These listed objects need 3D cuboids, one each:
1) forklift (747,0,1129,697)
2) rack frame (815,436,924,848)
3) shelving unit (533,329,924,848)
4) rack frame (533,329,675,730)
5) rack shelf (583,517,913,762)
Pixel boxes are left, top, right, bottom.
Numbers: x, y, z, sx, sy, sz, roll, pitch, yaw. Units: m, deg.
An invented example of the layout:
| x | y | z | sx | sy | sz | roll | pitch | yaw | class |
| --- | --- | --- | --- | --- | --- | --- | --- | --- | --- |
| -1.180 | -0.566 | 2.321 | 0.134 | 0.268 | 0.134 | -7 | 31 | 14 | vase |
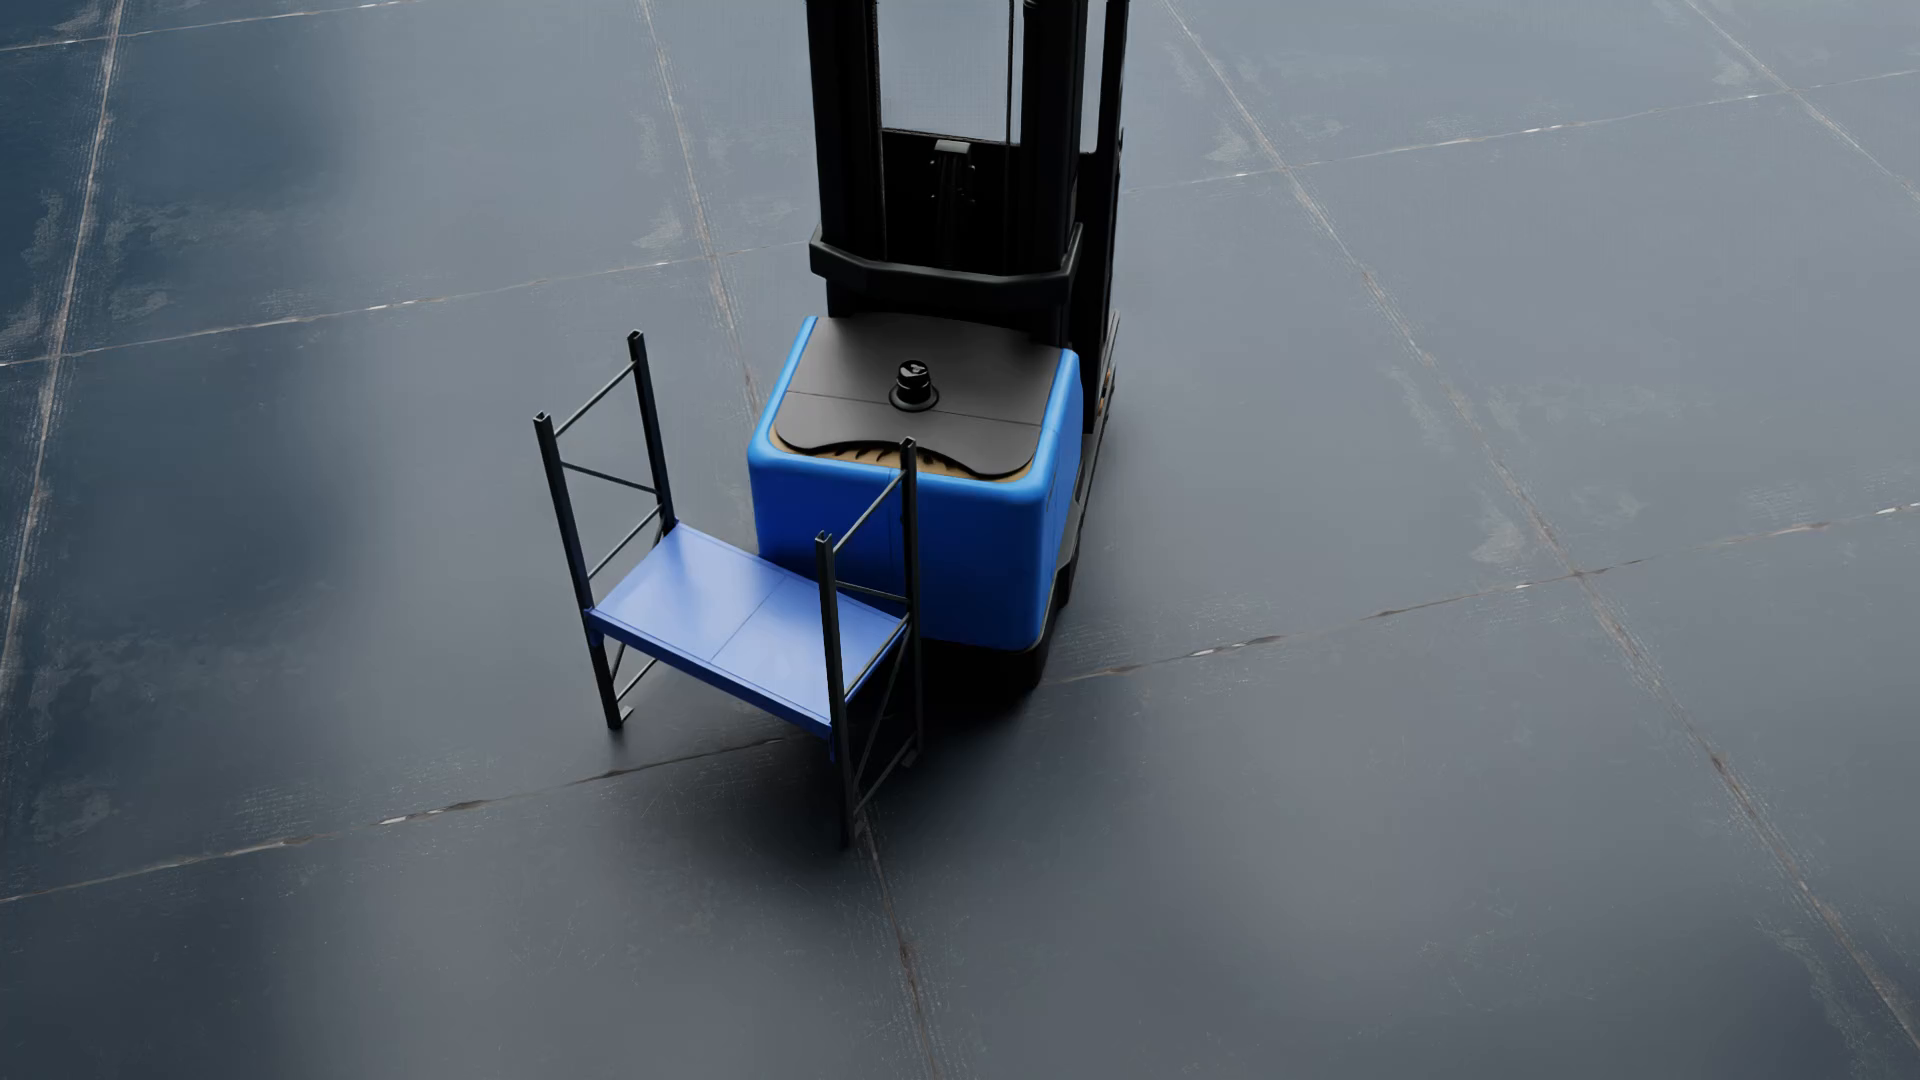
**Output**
| x | y | z | sx | sy | sz | roll | pitch | yaw | class |
| --- | --- | --- | --- | --- | --- | --- | --- | --- | --- |
| 0.070 | -1.523 | 6.190 | 1.130 | 2.935 | 3.031 | 8 | 46 | 8 | forklift |
| -0.269 | 0.374 | 5.333 | 0.032 | 1.500 | 0.500 | 22 | 50 | 21 | rack frame |
| -0.709 | 0.192 | 5.511 | 1.048 | 1.500 | 0.538 | 22 | 50 | 21 | shelving unit |
| -1.149 | 0.010 | 5.690 | 0.032 | 1.500 | 0.500 | 22 | 50 | 21 | rack frame |
| -0.709 | 0.318 | 5.640 | 1.000 | 0.185 | 0.538 | 22 | 50 | 21 | rack shelf |
